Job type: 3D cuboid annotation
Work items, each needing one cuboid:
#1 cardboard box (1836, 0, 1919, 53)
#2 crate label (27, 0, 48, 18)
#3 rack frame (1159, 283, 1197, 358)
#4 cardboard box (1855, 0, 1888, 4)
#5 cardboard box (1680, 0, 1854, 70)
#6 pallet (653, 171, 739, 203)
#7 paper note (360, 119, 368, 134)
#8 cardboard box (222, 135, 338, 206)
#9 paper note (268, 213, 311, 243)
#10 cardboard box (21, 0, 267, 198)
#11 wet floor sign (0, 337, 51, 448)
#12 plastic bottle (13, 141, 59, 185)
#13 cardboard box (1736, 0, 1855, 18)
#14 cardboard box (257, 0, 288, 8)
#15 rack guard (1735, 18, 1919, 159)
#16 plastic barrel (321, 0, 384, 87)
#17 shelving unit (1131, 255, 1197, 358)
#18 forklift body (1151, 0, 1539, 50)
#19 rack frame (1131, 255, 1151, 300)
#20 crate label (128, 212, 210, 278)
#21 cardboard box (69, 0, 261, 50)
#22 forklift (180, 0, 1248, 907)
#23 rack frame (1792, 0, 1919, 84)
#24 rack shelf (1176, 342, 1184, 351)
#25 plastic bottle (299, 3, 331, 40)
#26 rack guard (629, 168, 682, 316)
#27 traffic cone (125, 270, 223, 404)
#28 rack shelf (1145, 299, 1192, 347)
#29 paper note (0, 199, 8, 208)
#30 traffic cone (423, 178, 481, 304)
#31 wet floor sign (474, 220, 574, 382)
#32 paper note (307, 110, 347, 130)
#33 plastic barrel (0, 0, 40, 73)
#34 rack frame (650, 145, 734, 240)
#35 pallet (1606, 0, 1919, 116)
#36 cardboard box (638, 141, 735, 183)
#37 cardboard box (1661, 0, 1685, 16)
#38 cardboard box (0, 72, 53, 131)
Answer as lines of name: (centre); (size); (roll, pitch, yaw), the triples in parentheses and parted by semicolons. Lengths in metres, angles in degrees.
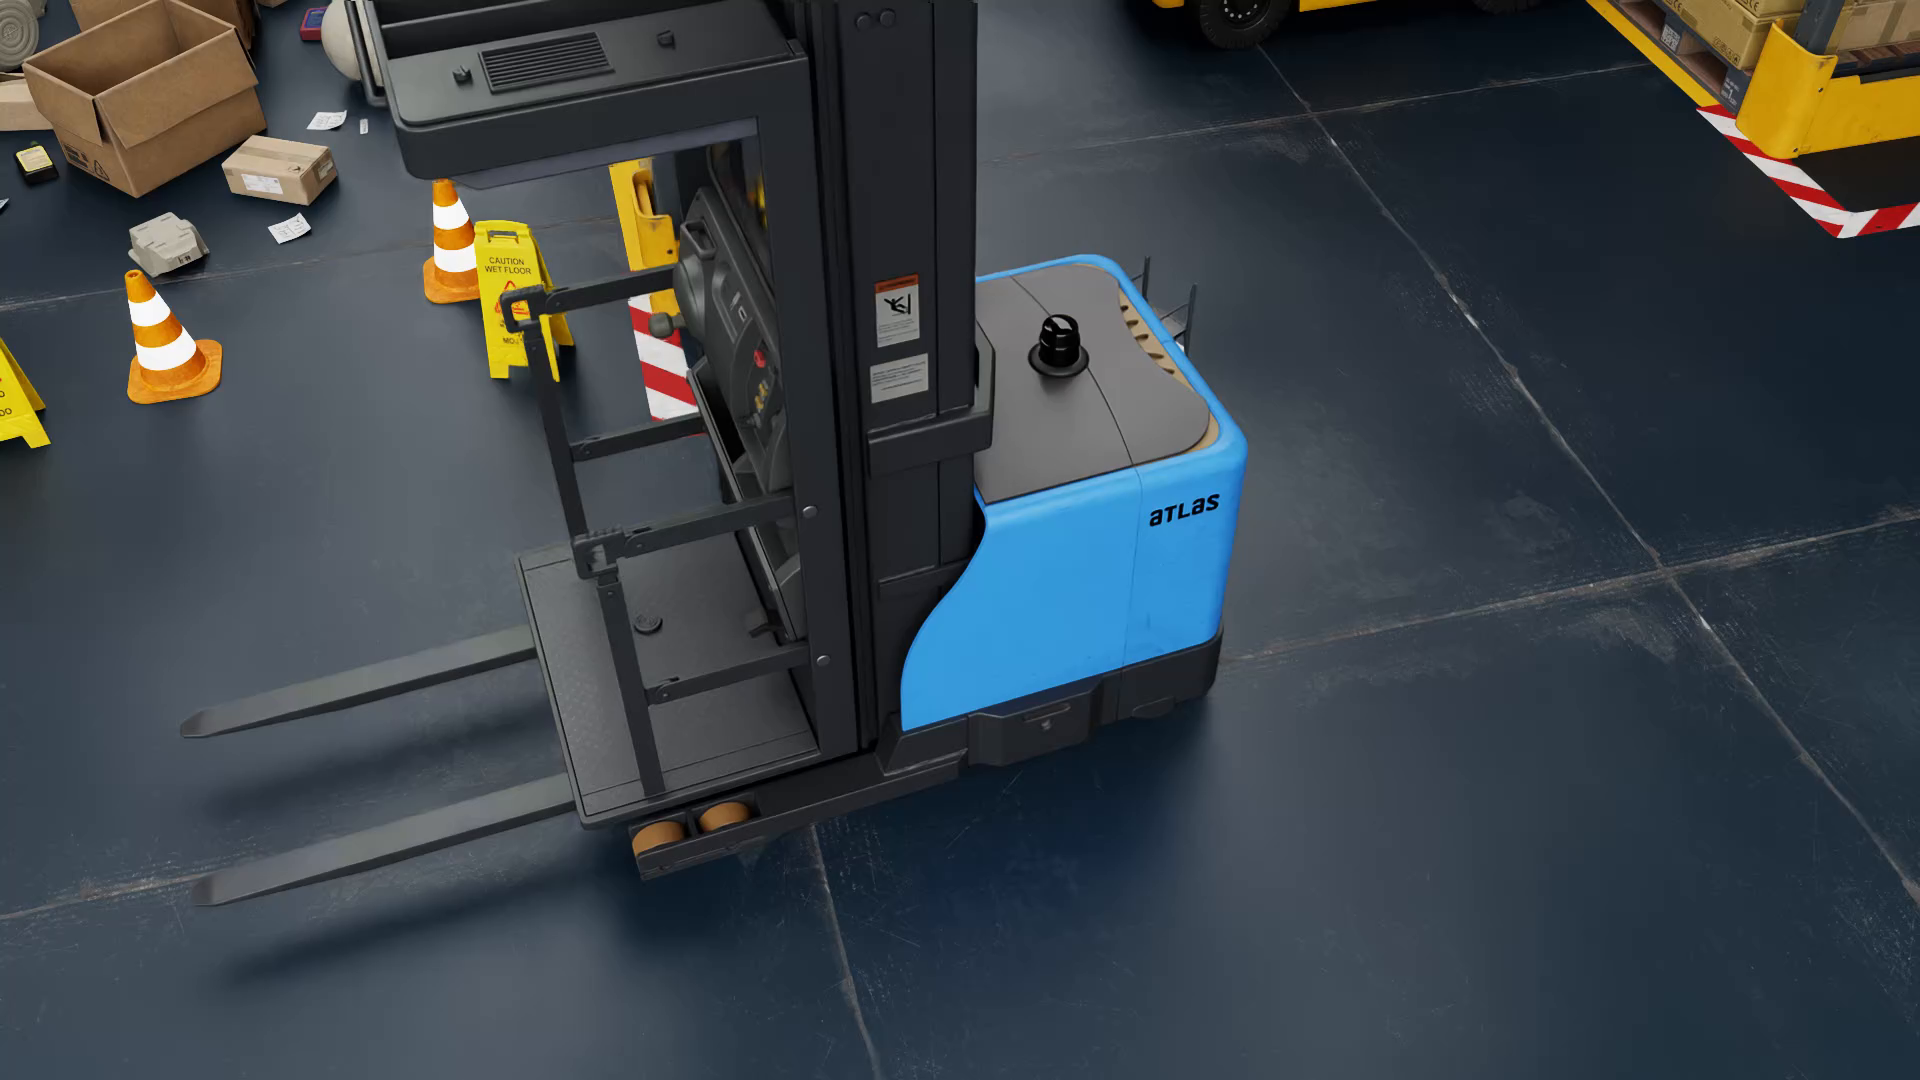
cardboard box: (4.197, -2.539, 7.769); (0.500, 0.250, 0.500); (-11, 47, -10)
crate label: (-4.727, -2.686, 8.286); (0.250, 0.136, 0.298); (27, 51, 24)
rack frame: (0.663, -0.444, 5.555); (0.240, 0.900, 0.006); (-32, 54, -28)
cardboard box: (4.214, -2.702, 7.579); (0.500, 0.250, 0.500); (-10, 46, -10)
cardboard box: (3.708, -2.431, 7.663); (0.500, 0.250, 0.500); (-10, 46, -10)
pallet: (-0.857, -1.713, 7.281); (1.003, 0.211, 1.213); (-11, 47, -10)
paper note: (-2.723, -1.890, 7.595); (0.032, 0.001, 0.123); (-11, 47, -10)
cardboard box: (-2.951, -1.607, 7.220); (0.380, 0.149, 0.250); (11, 47, 11)
paper note: (-2.830, -1.319, 7.021); (0.148, 0.019, 0.142); (-26, 51, -24)
cardboard box: (-3.560, -1.945, 7.304); (0.637, 0.503, 0.797); (27, 51, 24)
wet floor sign: (-3.501, -0.613, 5.898); (0.267, 0.644, 0.232); (-18, 48, -17)
plastic bottle: (-4.093, -1.673, 7.346); (0.133, 0.061, 0.283); (-26, 51, -24)
cardboard box: (3.707, -2.618, 7.497); (0.500, 0.250, 0.500); (-11, 47, -11)
cardboard box: (-3.554, -2.919, 8.425); (0.396, 0.266, 0.258); (27, 51, 24)
rack guard: (4.140, -2.088, 7.446); (1.175, 0.500, 0.348); (-11, 47, -10)
plastic barrel: (-2.656, -2.317, 7.724); (0.512, 0.421, 0.421); (19, 48, 17)
shelving unit: (0.595, -0.498, 5.608); (0.258, 0.900, 0.210); (-32, 54, -28)
forklift body: (1.885, -3.658, 7.829); (2.313, 2.155, 1.214); (-11, 47, -10)
rack frame: (0.528, -0.553, 5.662); (0.240, 0.900, 0.006); (-32, 54, -28)
crate label: (-3.268, -1.222, 6.852); (0.250, 0.136, 0.298); (-35, 55, -30)
cardboard box: (-3.808, -2.637, 7.887); (0.797, 0.637, 0.503); (-11, 47, -10)
forklift: (-0.767, -0.487, 4.175); (3.031, 2.935, 1.130); (-15, 47, -14)
rack frame: (4.134, -2.980, 6.570); (1.000, 3.000, 0.127); (-11, 47, -10)
rack shelf: (0.595, -0.601, 5.504); (0.258, 0.077, 0.200); (-32, 54, -28)
plastic bottle: (-3.170, -2.569, 8.224); (0.133, 0.061, 0.283); (-3, 46, -3)
rack guard: (-0.683, -1.247, 6.622); (1.175, 0.500, 0.348); (-11, 47, -10)
traffic cone: (-3.006, -0.805, 6.215); (0.336, 0.463, 0.334); (-11, 47, -10)
rack shelf: (0.595, -0.664, 5.439); (0.258, 0.077, 0.200); (-32, 54, -28)
paper note: (-4.172, -1.419, 7.120); (0.144, 0.017, 0.142); (4, 46, 4)
traffic cone: (-2.020, -1.242, 6.644); (0.336, 0.463, 0.334); (-11, 47, -10)
wet floor sign: (-1.649, -0.919, 6.198); (0.267, 0.644, 0.232); (4, 46, 4)
paper note: (-2.902, -1.929, 7.627); (0.148, 0.019, 0.142); (4, 46, 4)
plastic barrel: (-4.673, -2.452, 7.856); (0.512, 0.421, 0.421); (19, 48, 17)
rack frame: (-0.663, -2.069, 5.678); (1.000, 3.000, 0.127); (-11, 47, -10)
pallet: (3.898, -2.524, 8.076); (1.003, 0.211, 1.213); (-11, 47, -10)
cardboard box: (-1.137, -1.779, 7.025); (0.500, 0.250, 0.500); (-11, 47, -11)
cardboard box: (3.590, -2.776, 8.001); (0.500, 0.250, 0.500); (-11, 47, -10)
cardboard box: (-4.226, -2.049, 7.572); (0.396, 0.266, 0.258); (-3, 46, -3)
